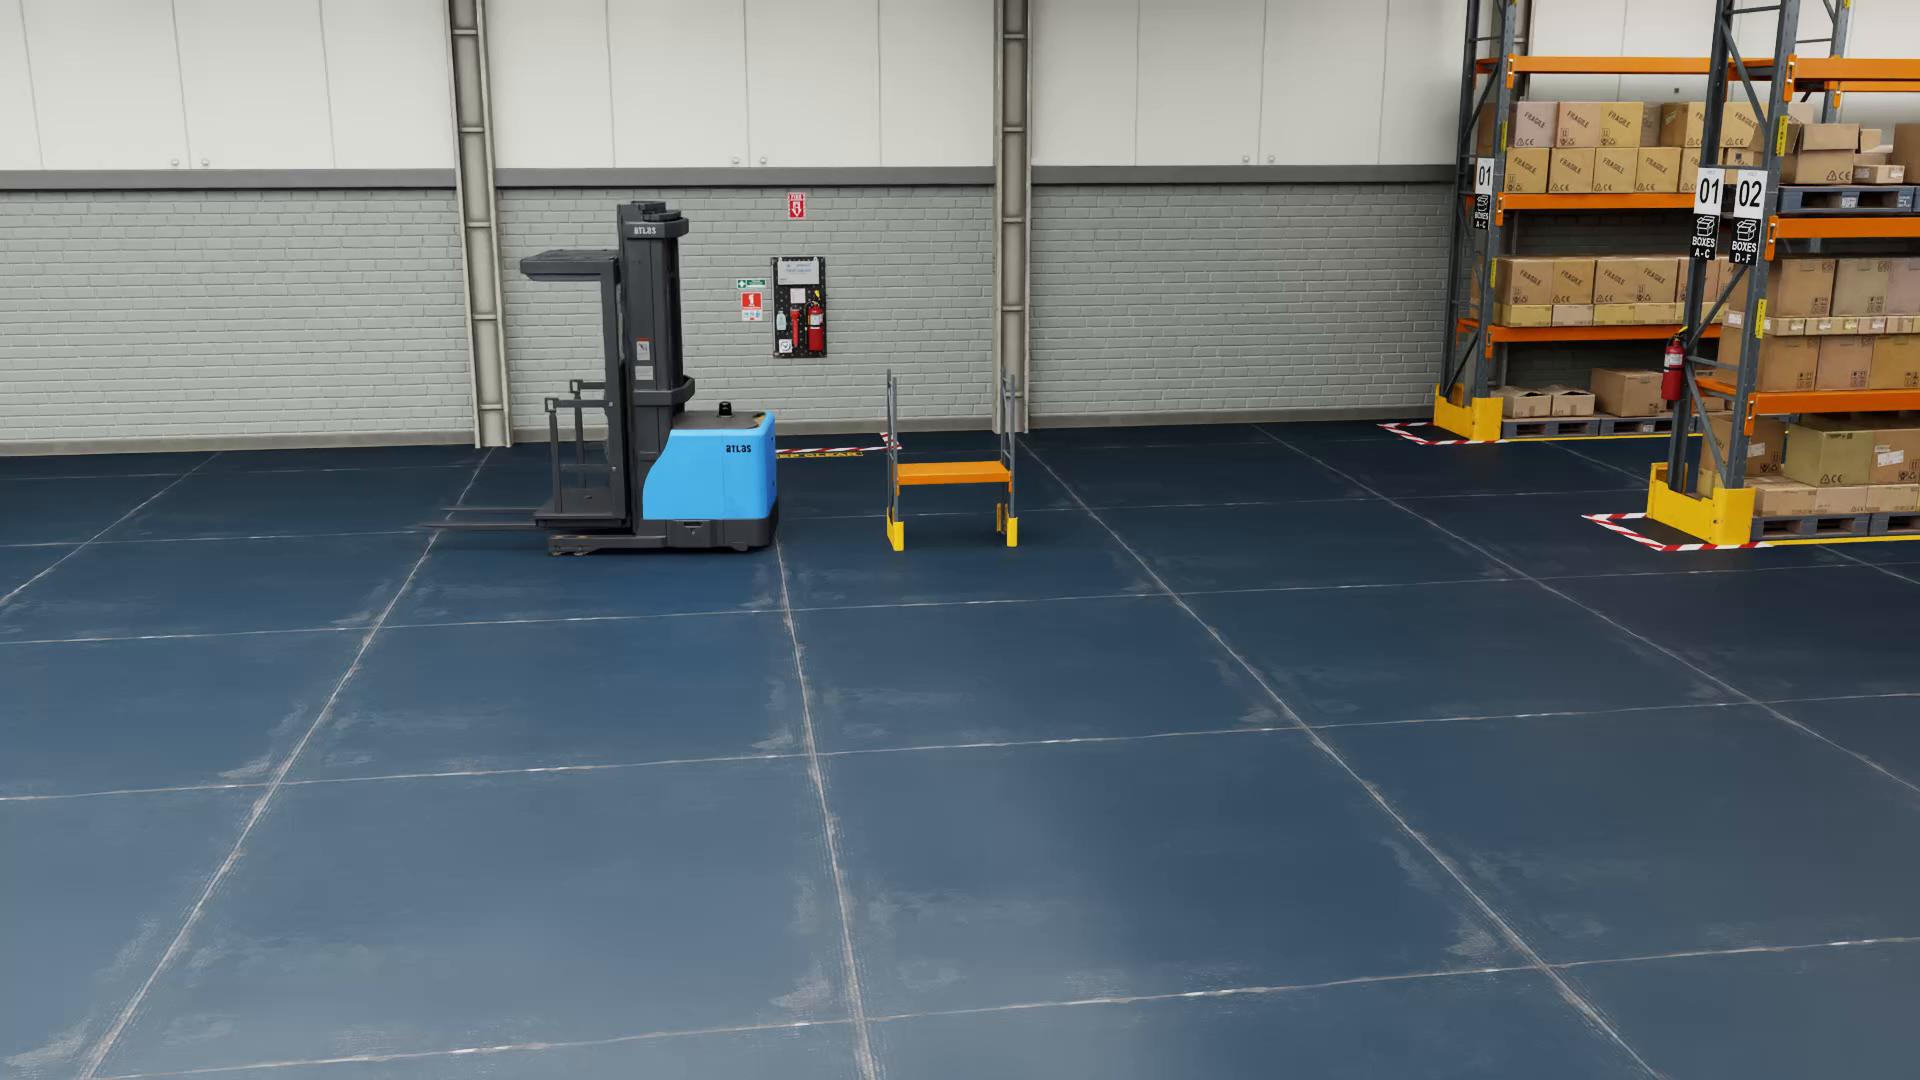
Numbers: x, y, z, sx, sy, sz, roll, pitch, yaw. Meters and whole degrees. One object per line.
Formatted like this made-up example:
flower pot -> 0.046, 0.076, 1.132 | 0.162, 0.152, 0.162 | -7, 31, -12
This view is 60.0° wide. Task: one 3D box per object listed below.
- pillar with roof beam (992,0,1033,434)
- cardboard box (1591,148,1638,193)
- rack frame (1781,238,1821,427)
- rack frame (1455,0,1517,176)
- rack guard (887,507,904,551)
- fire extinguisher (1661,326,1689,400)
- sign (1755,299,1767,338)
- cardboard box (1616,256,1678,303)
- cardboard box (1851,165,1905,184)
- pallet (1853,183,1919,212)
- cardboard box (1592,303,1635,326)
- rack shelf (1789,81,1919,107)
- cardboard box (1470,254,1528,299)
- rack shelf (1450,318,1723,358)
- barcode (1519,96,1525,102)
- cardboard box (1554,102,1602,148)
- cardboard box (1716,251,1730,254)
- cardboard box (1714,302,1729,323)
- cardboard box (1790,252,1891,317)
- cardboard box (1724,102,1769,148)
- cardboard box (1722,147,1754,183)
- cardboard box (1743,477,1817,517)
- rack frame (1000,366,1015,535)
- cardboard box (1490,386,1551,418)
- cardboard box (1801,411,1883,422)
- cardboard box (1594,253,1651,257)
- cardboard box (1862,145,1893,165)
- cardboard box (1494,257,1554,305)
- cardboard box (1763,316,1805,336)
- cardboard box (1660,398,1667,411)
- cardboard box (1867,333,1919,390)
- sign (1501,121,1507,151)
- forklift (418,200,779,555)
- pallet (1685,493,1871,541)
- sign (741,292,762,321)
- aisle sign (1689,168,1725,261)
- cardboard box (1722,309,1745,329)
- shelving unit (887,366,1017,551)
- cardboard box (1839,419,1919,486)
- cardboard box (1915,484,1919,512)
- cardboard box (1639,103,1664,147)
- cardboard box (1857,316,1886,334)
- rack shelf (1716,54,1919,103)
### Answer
pillar with roof beam -> 1.242, -4.635, 14.703 | 0.400, 9.000, 9.100 | -2, 14, -8
cardboard box -> 7.387, -4.240, 19.050 | 0.500, 0.500, 0.500 | -1, 14, -6
rack frame -> 9.925, -2.889, 20.077 | 0.127, 3.000, 1.000 | -2, 14, -8
rack frame -> 5.970, -5.654, 18.769 | 0.127, 3.000, 1.000 | -2, 14, -8
rack guard -> -0.568, -0.100, 14.608 | 0.087, 0.250, 0.587 | -2, 14, -8
fire extinguisher -> 6.526, -1.623, 15.186 | 0.183, 0.674, 0.296 | -2, 14, -8
sign -> 6.788, -1.878, 14.100 | 0.005, 0.325, 0.100 | -2, 14, -8
cardboard box -> 7.997, -3.044, 19.420 | 0.500, 0.500, 0.500 | -2, 14, -7
cardboard box -> 7.901, -3.158, 14.346 | 0.250, 0.149, 0.380 | -2, 14, -8
pallet -> 8.624, -3.029, 14.650 | 1.213, 0.211, 1.003 | -2, 14, -8
cardboard box -> 7.516, -2.662, 19.437 | 0.500, 0.250, 0.500 | -2, 14, -9
rack shelf -> 11.903, -5.329, 19.772 | 4.000, 0.370, 1.077 | -2, 14, -8
cardboard box -> 6.404, -3.113, 19.695 | 0.500, 0.500, 0.500 | -2, 14, -9
rack shelf -> 7.948, -2.468, 19.875 | 4.000, 0.370, 1.077 | -2, 14, -8
barcode -> 6.598, -5.170, 19.509 | 0.075, 0.075, 0.001 | -2, 14, -8
cardboard box -> 6.891, -4.704, 18.844 | 0.500, 0.500, 0.500 | -2, 14, -9
cardboard box -> 9.429, -3.223, 20.134 | 0.500, 0.500, 0.500 | -2, 14, -10
cardboard box -> 9.008, -2.720, 19.669 | 0.500, 0.250, 0.500 | -2, 14, -8
cardboard box -> 7.747, -2.267, 14.722 | 0.500, 0.500, 0.700 | -2, 14, -10
cardboard box -> 8.927, -4.782, 19.153 | 0.500, 0.500, 0.500 | -1, 14, -5
cardboard box -> 8.961, -4.309, 19.326 | 0.500, 0.500, 0.500 | -3, 14, -13
cardboard box -> 7.275, -0.389, 14.895 | 0.500, 0.250, 0.500 | -2, 14, -8
rack frame -> 0.418, -0.743, 14.601 | 0.032, 1.500, 0.500 | -2, 14, -8
cardboard box -> 6.667, -1.657, 19.786 | 0.500, 0.311, 0.500 | -4, 15, -15
cardboard box -> 8.184, -0.917, 15.461 | 0.500, 0.500, 0.500 | -2, 14, -8
cardboard box -> 7.912, -3.167, 19.910 | 0.500, 0.500, 0.500 | -2, 14, -8
cardboard box -> 8.361, -3.362, 14.825 | 0.500, 0.311, 0.500 | 0, 14, -2
cardboard box -> 6.487, -2.990, 19.204 | 0.500, 0.500, 0.500 | -2, 14, -8
cardboard box -> 7.132, -1.879, 14.507 | 0.250, 0.149, 0.380 | -2, 14, -9
cardboard box -> 8.341, -1.667, 20.158 | 0.250, 0.149, 0.380 | -3, 14, -13
cardboard box -> 8.186, -1.652, 14.938 | 0.500, 0.500, 0.700 | -2, 14, -8
sign -> 6.051, -4.493, 18.507 | 0.005, 0.325, 0.100 | -2, 14, -8
forklift -> -3.155, -1.419, 14.356 | 3.031, 2.935, 1.130 | 0, 14, -1
pallet -> 7.462, -0.238, 15.238 | 1.213, 0.211, 1.003 | -2, 14, -8
sign -> -2.411, -2.702, 19.256 | 0.234, 0.329, 0.001 | -2, 14, -8
aisle sign -> 6.603, -2.882, 14.704 | 0.004, 0.787, 0.394 | -2, 14, -8
cardboard box -> 7.061, -1.976, 14.895 | 0.250, 0.149, 0.380 | -2, 14, -9
shelving unit -> -0.075, -0.725, 14.528 | 1.083, 1.500, 0.587 | -2, 14, -8
cardboard box -> 8.262, -0.792, 14.963 | 0.500, 0.500, 0.500 | -2, 14, -8
cardboard box -> 8.759, -0.443, 15.110 | 0.500, 0.250, 0.500 | -2, 14, -8
cardboard box -> 7.884, -4.872, 19.515 | 0.500, 0.500, 0.500 | -2, 14, -8
cardboard box -> 7.889, -1.906, 14.617 | 0.250, 0.149, 0.380 | -2, 14, -9
rack shelf -> 8.689, -3.992, 14.443 | 4.000, 0.370, 1.077 | -2, 14, -8
